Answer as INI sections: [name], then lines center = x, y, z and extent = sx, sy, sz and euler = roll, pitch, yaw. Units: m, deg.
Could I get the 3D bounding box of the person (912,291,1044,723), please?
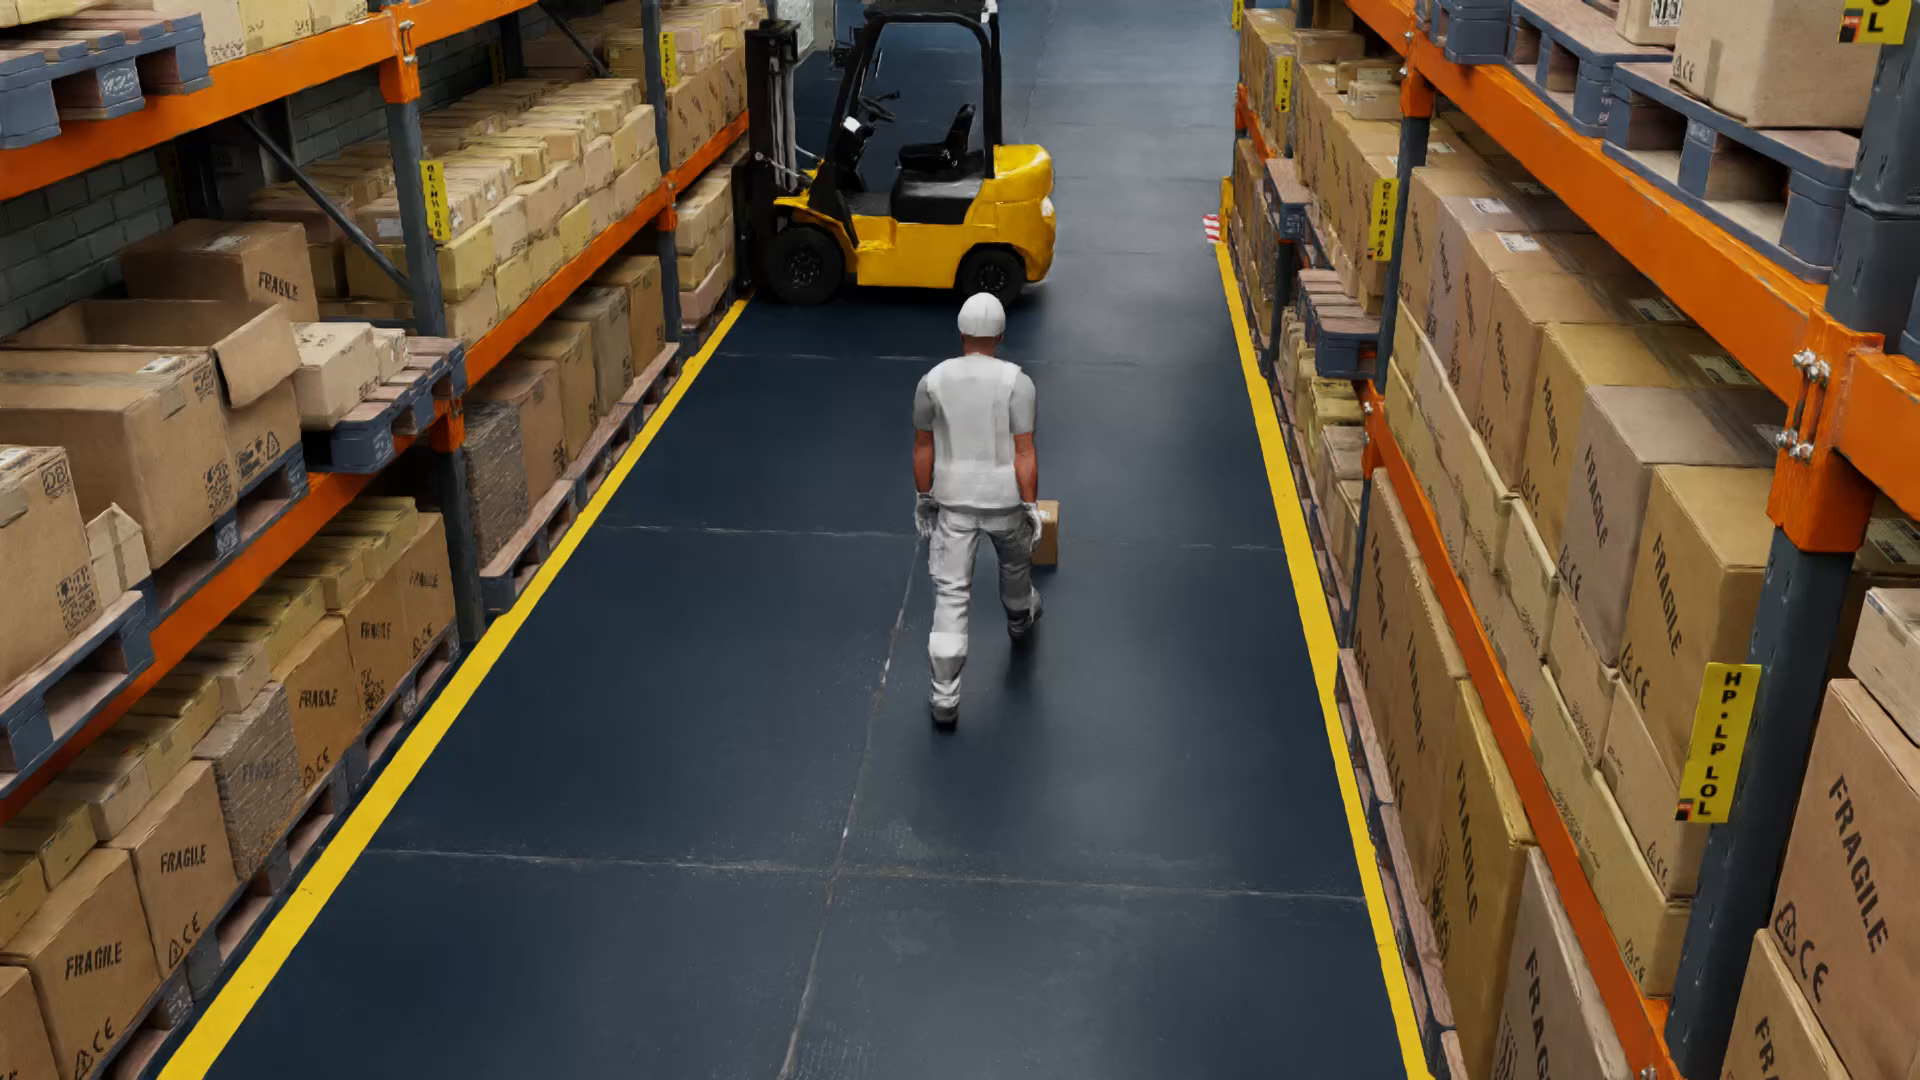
[person]
center = 0.092, -0.213, 7.090
extent = 0.581, 1.708, 1.102
euler = 4, 25, 9
